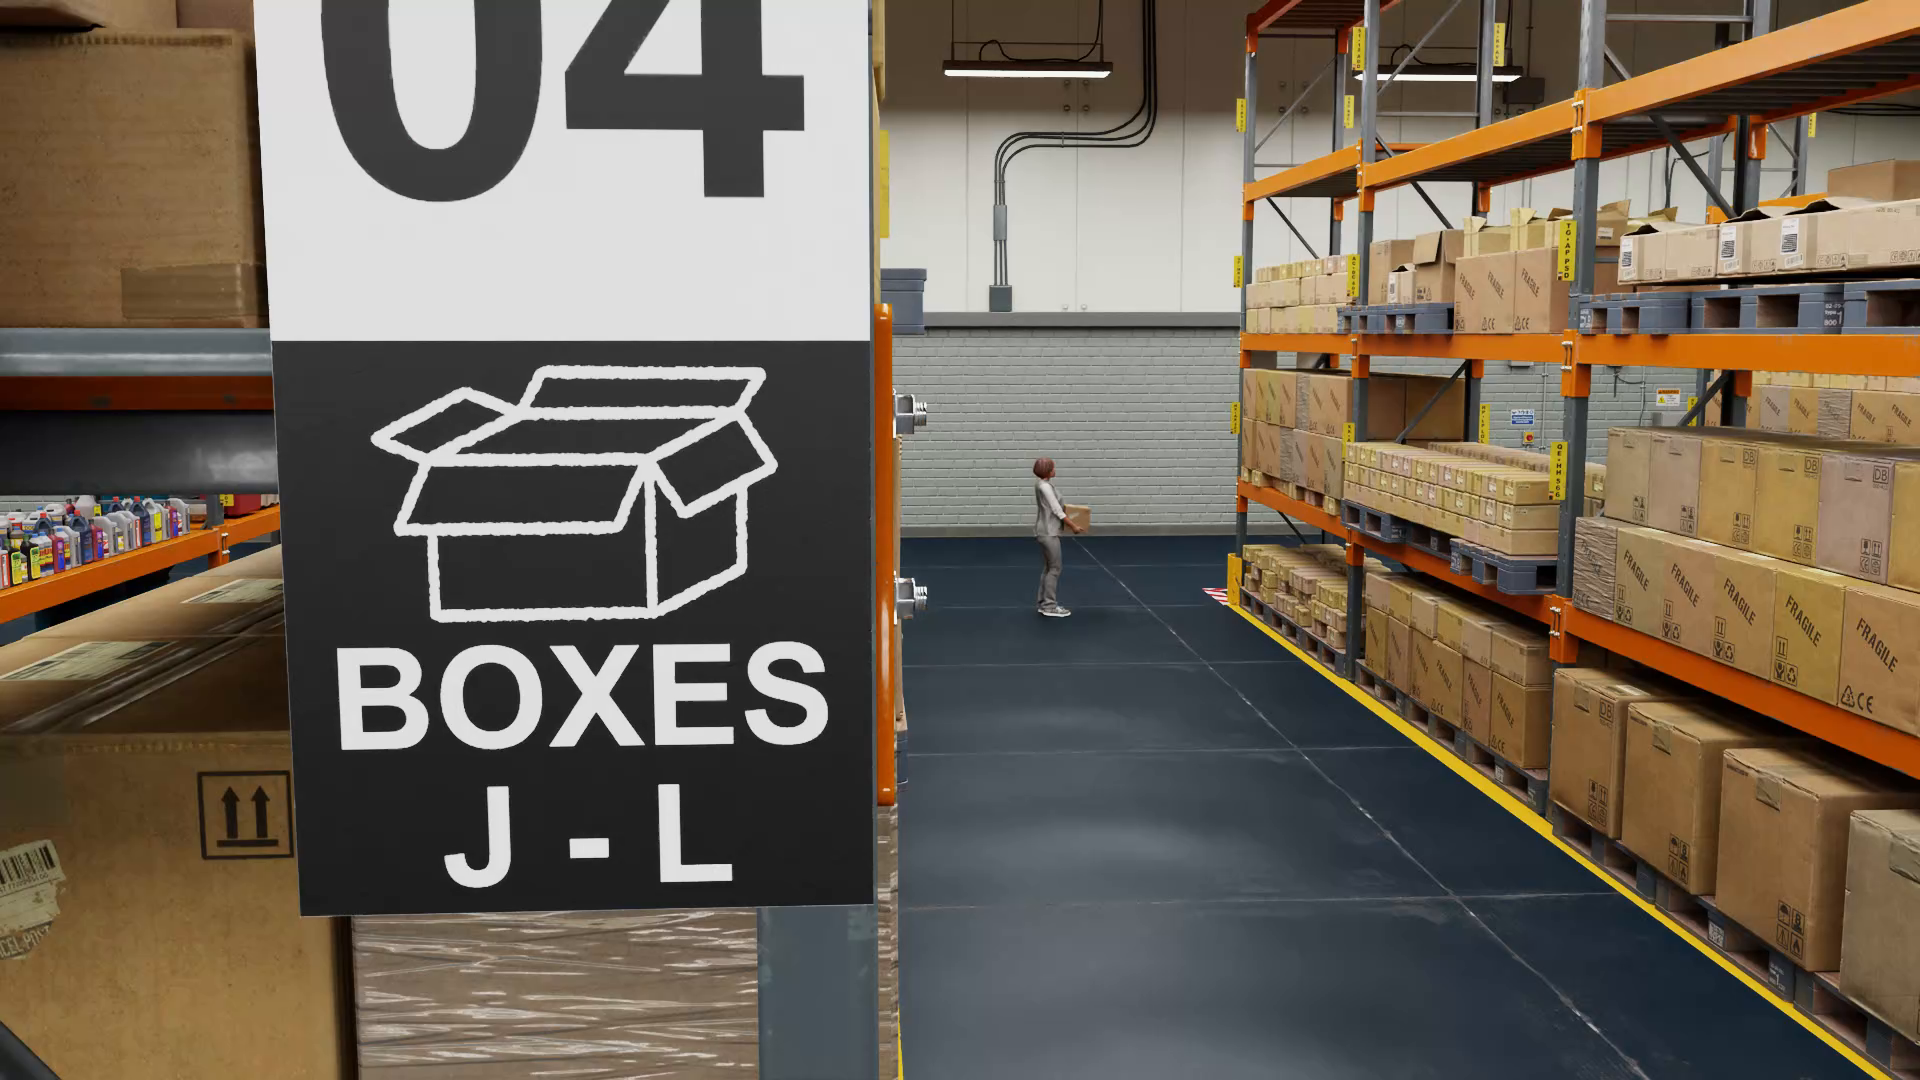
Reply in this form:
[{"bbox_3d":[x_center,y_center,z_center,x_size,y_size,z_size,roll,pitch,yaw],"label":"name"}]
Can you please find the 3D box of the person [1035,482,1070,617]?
[{"bbox_3d":[0.921,0.083,16.641,0.356,1.345,0.408,0,7,-4],"label":"person"}]
